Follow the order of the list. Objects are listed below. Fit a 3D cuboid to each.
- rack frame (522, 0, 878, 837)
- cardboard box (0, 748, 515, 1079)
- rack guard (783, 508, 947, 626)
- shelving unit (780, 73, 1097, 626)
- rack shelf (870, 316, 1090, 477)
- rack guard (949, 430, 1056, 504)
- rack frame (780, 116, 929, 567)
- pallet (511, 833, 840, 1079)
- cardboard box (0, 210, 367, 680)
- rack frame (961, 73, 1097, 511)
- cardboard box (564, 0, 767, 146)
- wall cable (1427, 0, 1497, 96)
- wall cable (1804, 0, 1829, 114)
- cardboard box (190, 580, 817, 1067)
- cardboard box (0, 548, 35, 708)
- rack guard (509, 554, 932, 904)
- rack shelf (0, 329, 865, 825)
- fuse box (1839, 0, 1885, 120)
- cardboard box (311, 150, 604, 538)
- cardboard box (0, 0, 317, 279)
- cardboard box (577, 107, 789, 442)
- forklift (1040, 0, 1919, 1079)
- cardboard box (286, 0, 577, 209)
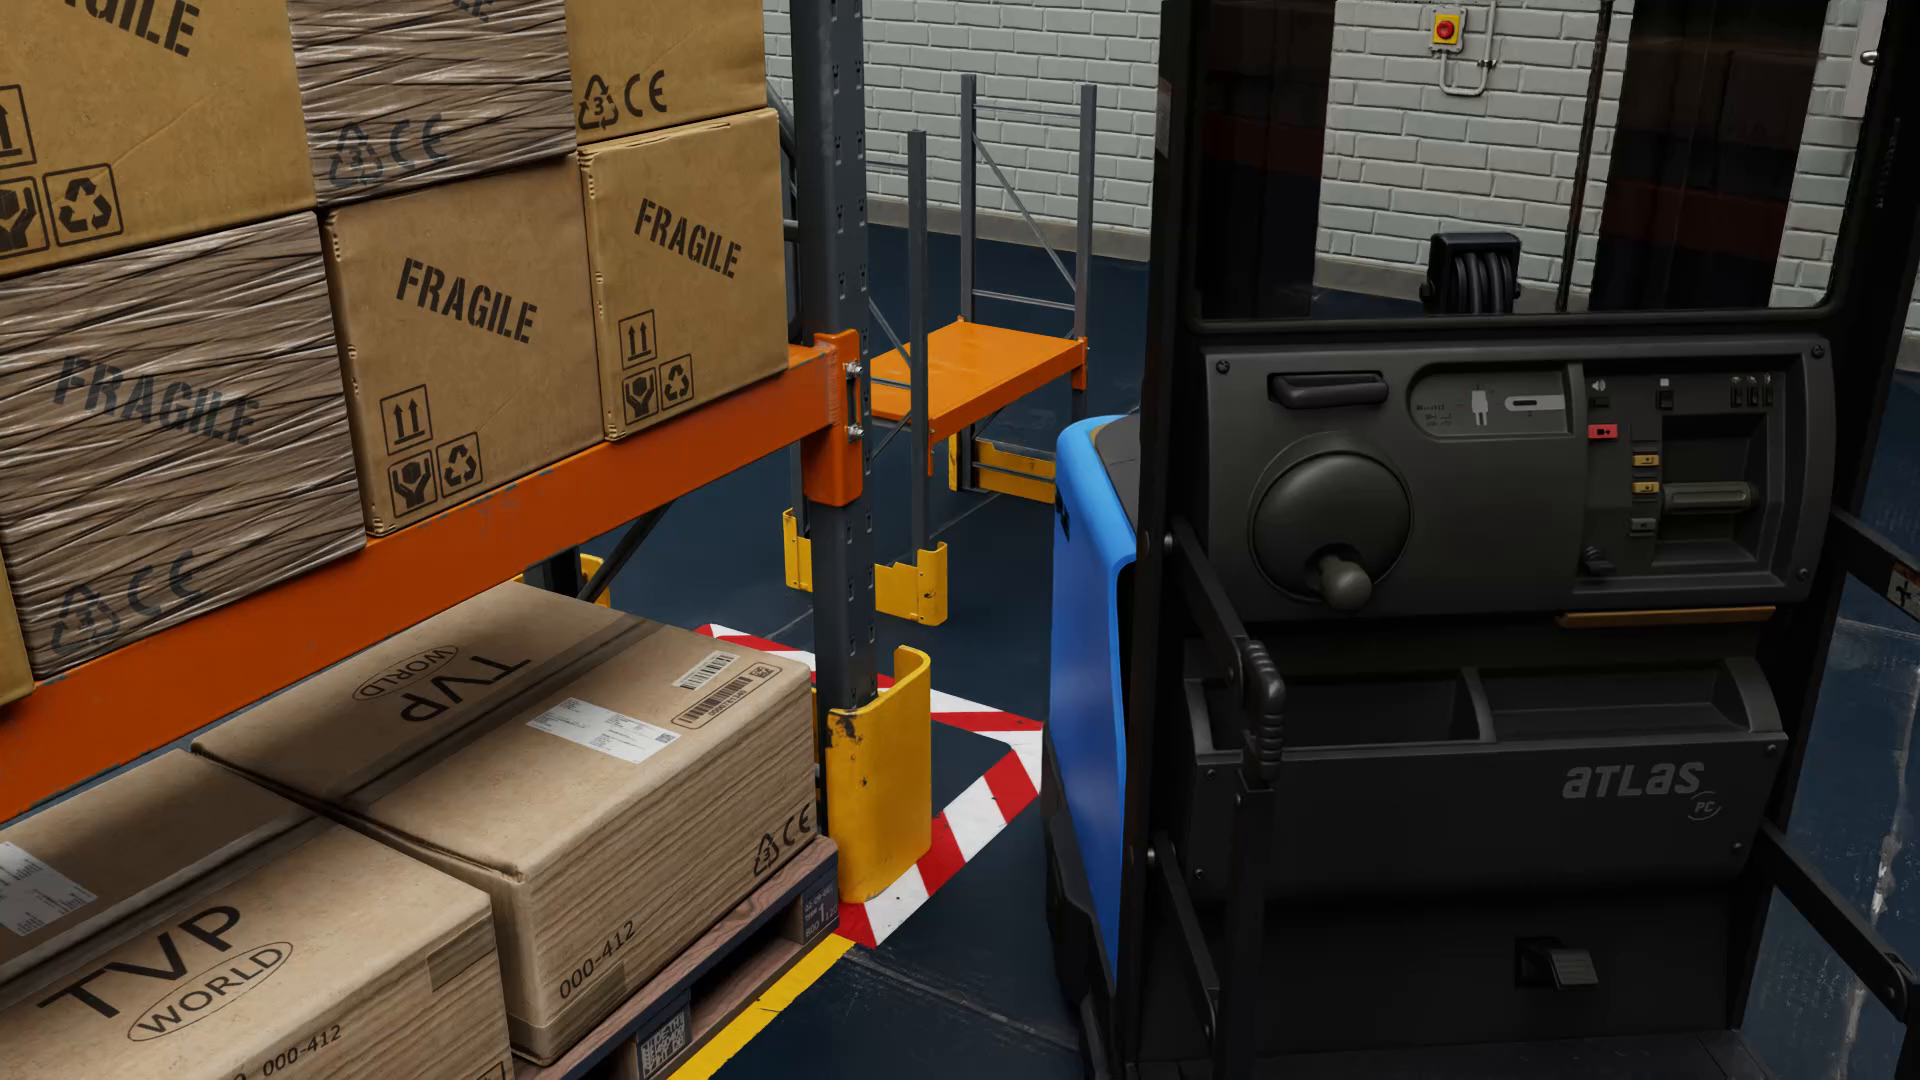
[{"bbox_3d":[-0.644,-0.703,3.599,1.000,3.000,0.127,14,27,29],"label":"rack frame"},{"bbox_3d":[-1.383,0.834,2.744,0.875,0.438,0.875,15,27,30],"label":"cardboard box"},{"bbox_3d":[-0.303,0.079,5.253,0.587,0.250,0.087,14,27,29],"label":"rack guard"},{"bbox_3d":[-0.040,-0.663,5.393,0.587,1.500,1.083,14,27,29],"label":"shelving unit"},{"bbox_3d":[-0.045,-0.494,5.457,0.538,0.185,1.000,14,27,29],"label":"rack shelf"},{"bbox_3d":[0.222,-0.257,6.029,0.587,0.250,0.087,14,27,29],"label":"rack guard"},{"bbox_3d":[-0.313,-0.488,4.989,0.500,1.500,0.032,14,27,29],"label":"rack frame"},{"bbox_3d":[-0.999,0.863,3.491,1.003,0.211,1.213,14,27,29],"label":"pallet"},{"bbox_3d":[-1.214,-0.189,2.285,0.500,0.500,0.500,15,27,30],"label":"cardboard box"},{"bbox_3d":[0.223,-0.831,5.782,0.500,1.500,0.032,14,27,29],"label":"rack frame"},{"bbox_3d":[-0.696,-0.995,2.889,0.500,0.500,0.500,15,28,31],"label":"cardboard box"},{"bbox_3d":[2.311,-3.092,7.798,0.585,1.953,0.123,14,27,29],"label":"wall cable"},{"bbox_3d":[3.522,-2.784,7.127,0.588,1.984,0.122,14,27,29],"label":"wall cable"},{"bbox_3d":[-0.907,0.524,3.461,0.875,0.438,0.875,13,27,27],"label":"cardboard box"},{"bbox_3d":[-1.475,-0.012,1.876,0.500,0.500,0.500,15,27,30],"label":"cardboard box"},{"bbox_3d":[-0.631,0.436,4.114,1.175,0.500,0.348,14,27,29],"label":"rack guard"},{"bbox_3d":[-1.699,0.302,2.182,1.077,0.370,4.000,14,27,29],"label":"rack shelf"},{"bbox_3d":[4.019,-1.531,7.132,0.539,1.711,0.414,14,27,29],"label":"fuse box"},{"bbox_3d":[-0.951,-0.365,2.691,0.500,0.500,0.500,13,27,28],"label":"cardboard box"},{"bbox_3d":[-1.210,-0.647,2.083,0.500,0.500,0.500,14,27,29],"label":"cardboard box"},{"bbox_3d":[-0.673,-0.531,3.075,0.500,0.500,0.500,14,27,29],"label":"cardboard box"},{"bbox_3d":[0.834,-0.070,2.222,1.130,2.935,3.031,-2,23,-4],"label":"forklift"},{"bbox_3d":[-0.946,-0.813,2.467,0.500,0.500,0.500,14,27,29],"label":"cardboard box"}]
